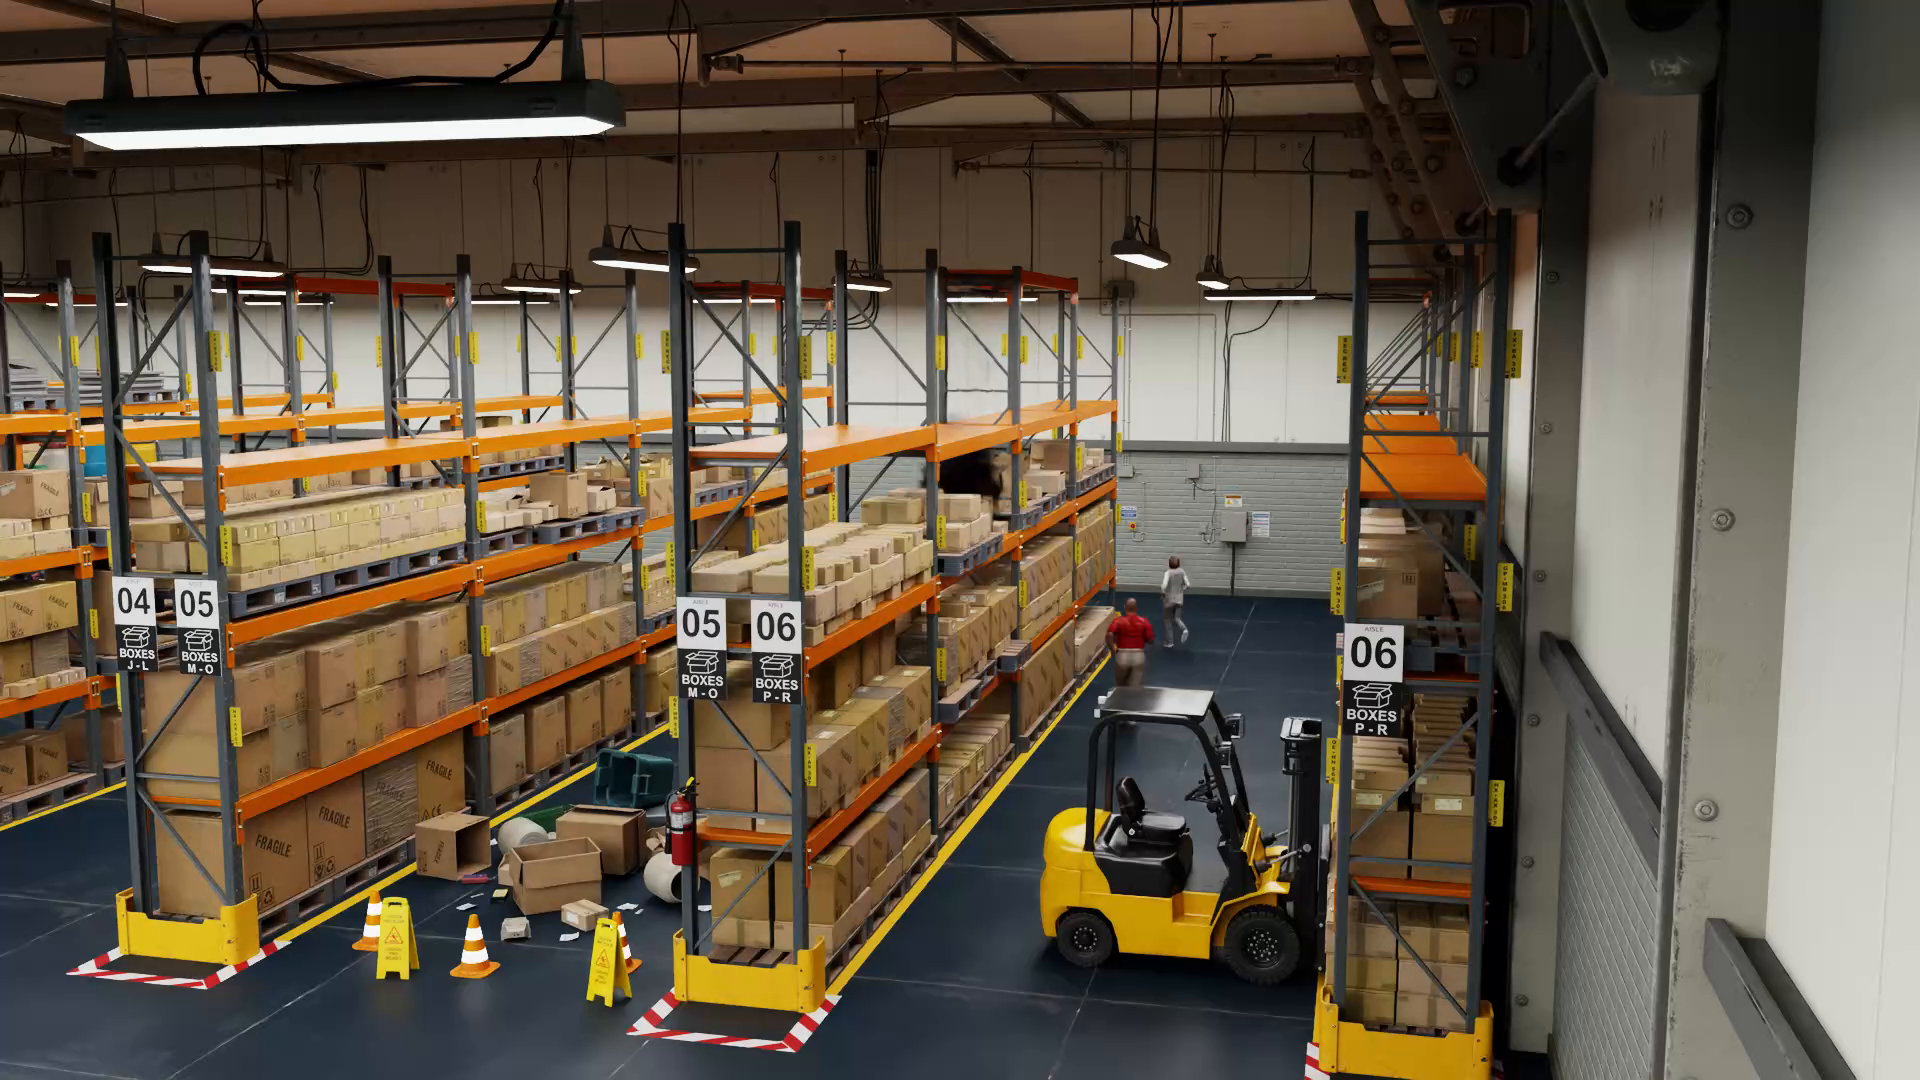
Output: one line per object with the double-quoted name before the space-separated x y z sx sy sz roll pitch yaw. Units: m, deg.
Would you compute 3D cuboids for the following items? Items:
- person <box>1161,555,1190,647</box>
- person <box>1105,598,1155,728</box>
"person" 3.555 1.042 27.552 0.539 1.581 0.767 -2 7 -16
"person" 2.242 1.645 21.905 0.642 1.787 0.763 1 7 8
